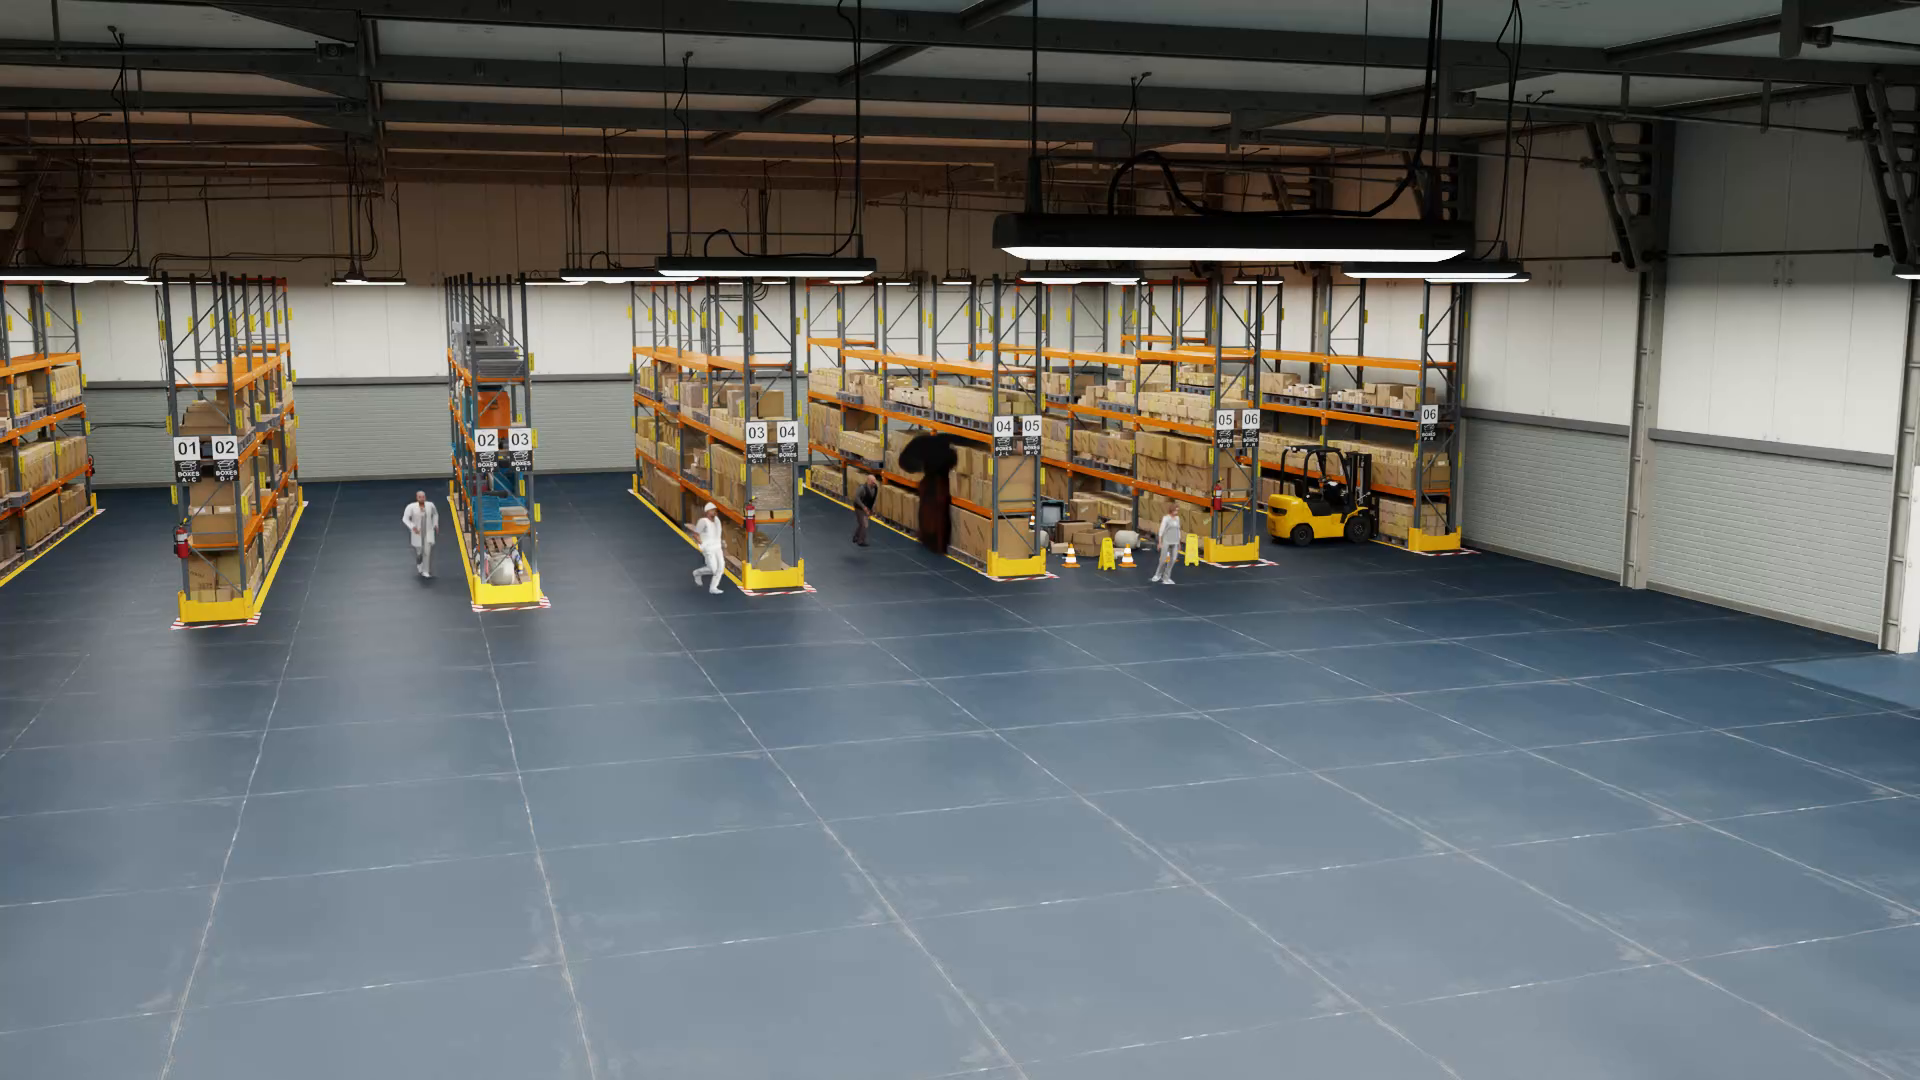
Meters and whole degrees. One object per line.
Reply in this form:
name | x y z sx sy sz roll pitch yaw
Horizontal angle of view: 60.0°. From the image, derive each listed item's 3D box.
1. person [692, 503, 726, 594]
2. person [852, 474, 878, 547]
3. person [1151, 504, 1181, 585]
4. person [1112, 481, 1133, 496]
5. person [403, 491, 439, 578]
person | -4.741 0.151 31.386 0.647 1.731 0.684 6 10 34
person | -2.036 -0.617 35.161 0.870 1.610 0.659 7 11 37
person | 4.021 0.078 32.360 0.543 1.577 0.434 -5 10 -28
person | 4.454 -2.061 46.120 0.711 1.664 0.932 -6 11 -36
person | -10.794 -0.139 33.303 0.702 1.731 0.863 -4 9 -23
